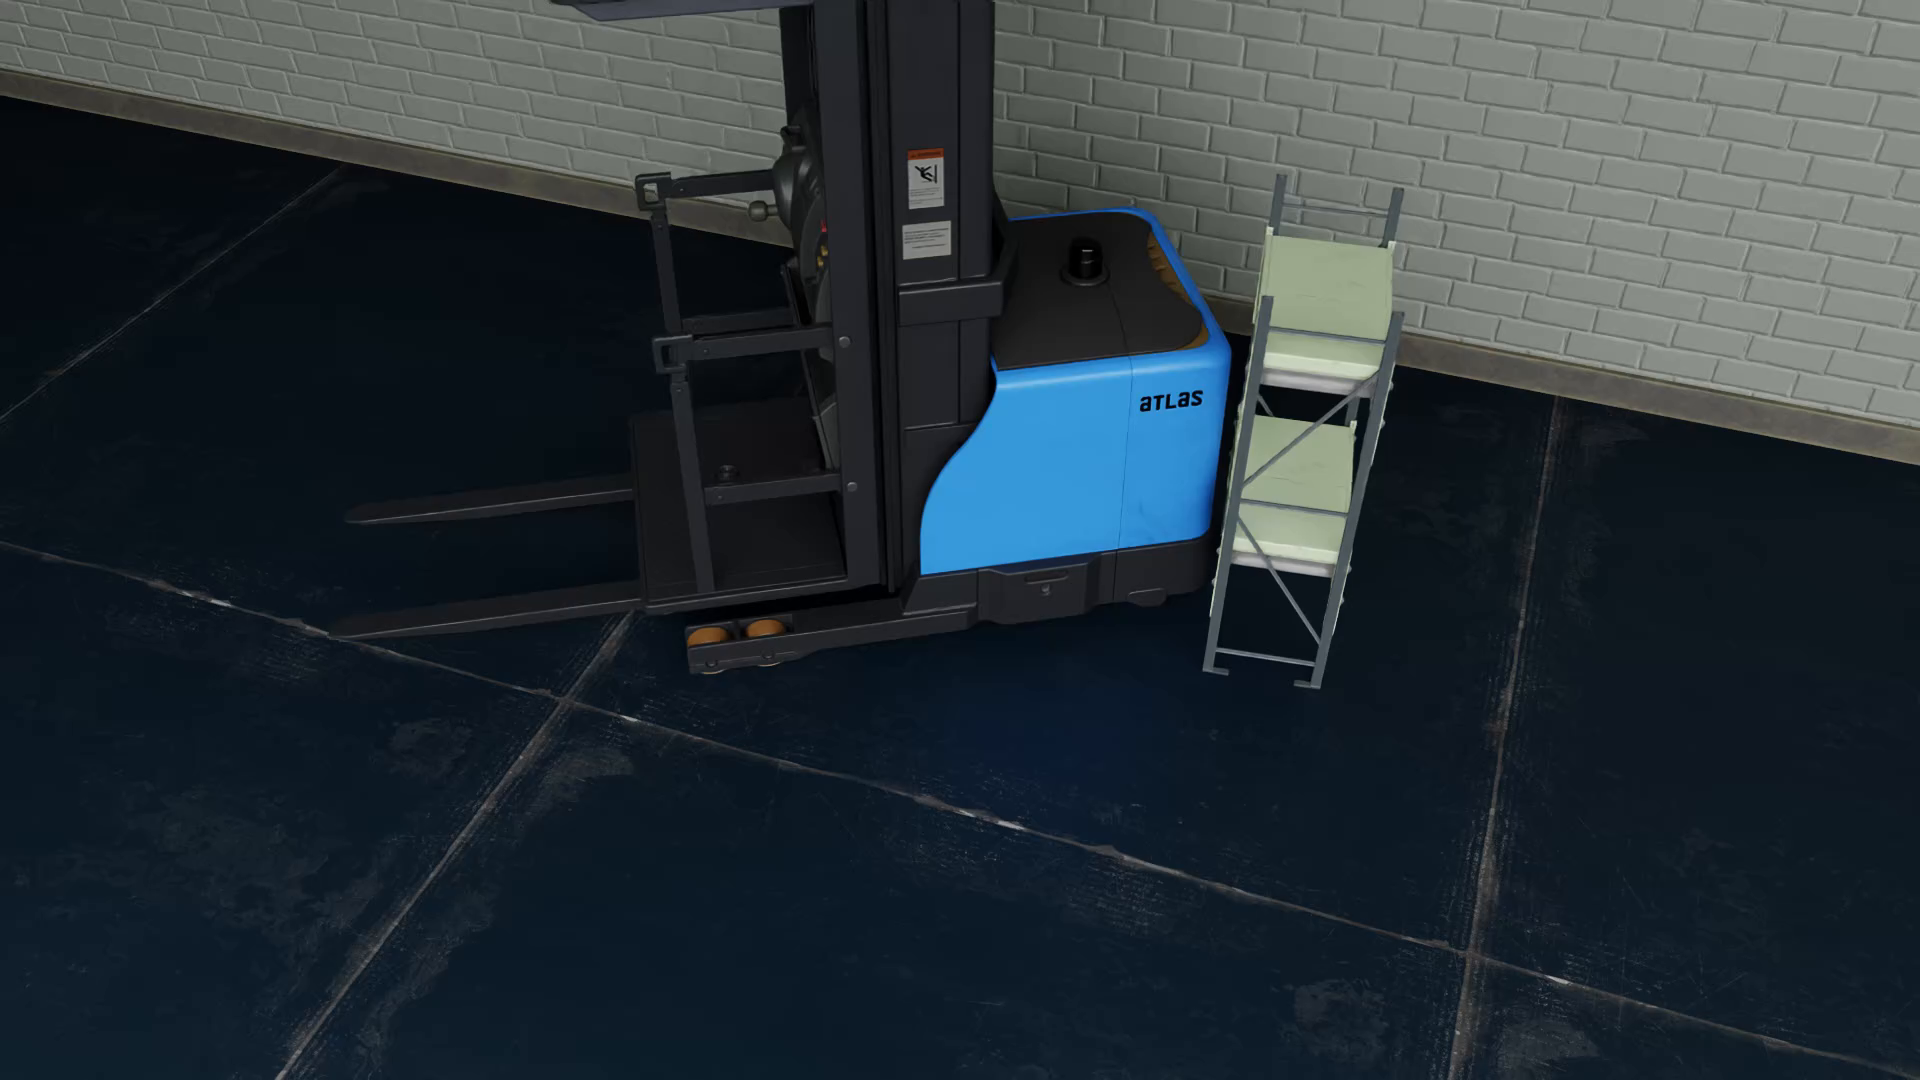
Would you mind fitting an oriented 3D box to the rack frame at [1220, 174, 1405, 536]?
[{"bbox_3d":[1.189,-0.562,5.746,0.400,1.500,0.023,8,41,8],"label":"rack frame"}]

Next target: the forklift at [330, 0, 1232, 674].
[{"bbox_3d":[-0.676,-1.028,5.197,3.031,2.935,1.130,-7,41,-9],"label":"forklift"}]

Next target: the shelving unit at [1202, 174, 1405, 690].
[{"bbox_3d":[1.116,-0.329,5.473,0.431,1.500,0.755,8,41,8],"label":"shelving unit"}]

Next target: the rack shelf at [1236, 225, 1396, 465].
[{"bbox_3d":[1.123,-0.625,5.219,0.431,0.370,0.720,8,41,8],"label":"rack shelf"}]

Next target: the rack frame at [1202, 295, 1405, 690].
[{"bbox_3d":[1.043,-0.096,5.201,0.400,1.500,0.023,8,41,8],"label":"rack frame"}]

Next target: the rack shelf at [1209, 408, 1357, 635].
[{"bbox_3d":[1.111,-0.082,5.686,0.431,0.370,0.720,8,41,8],"label":"rack shelf"}]
